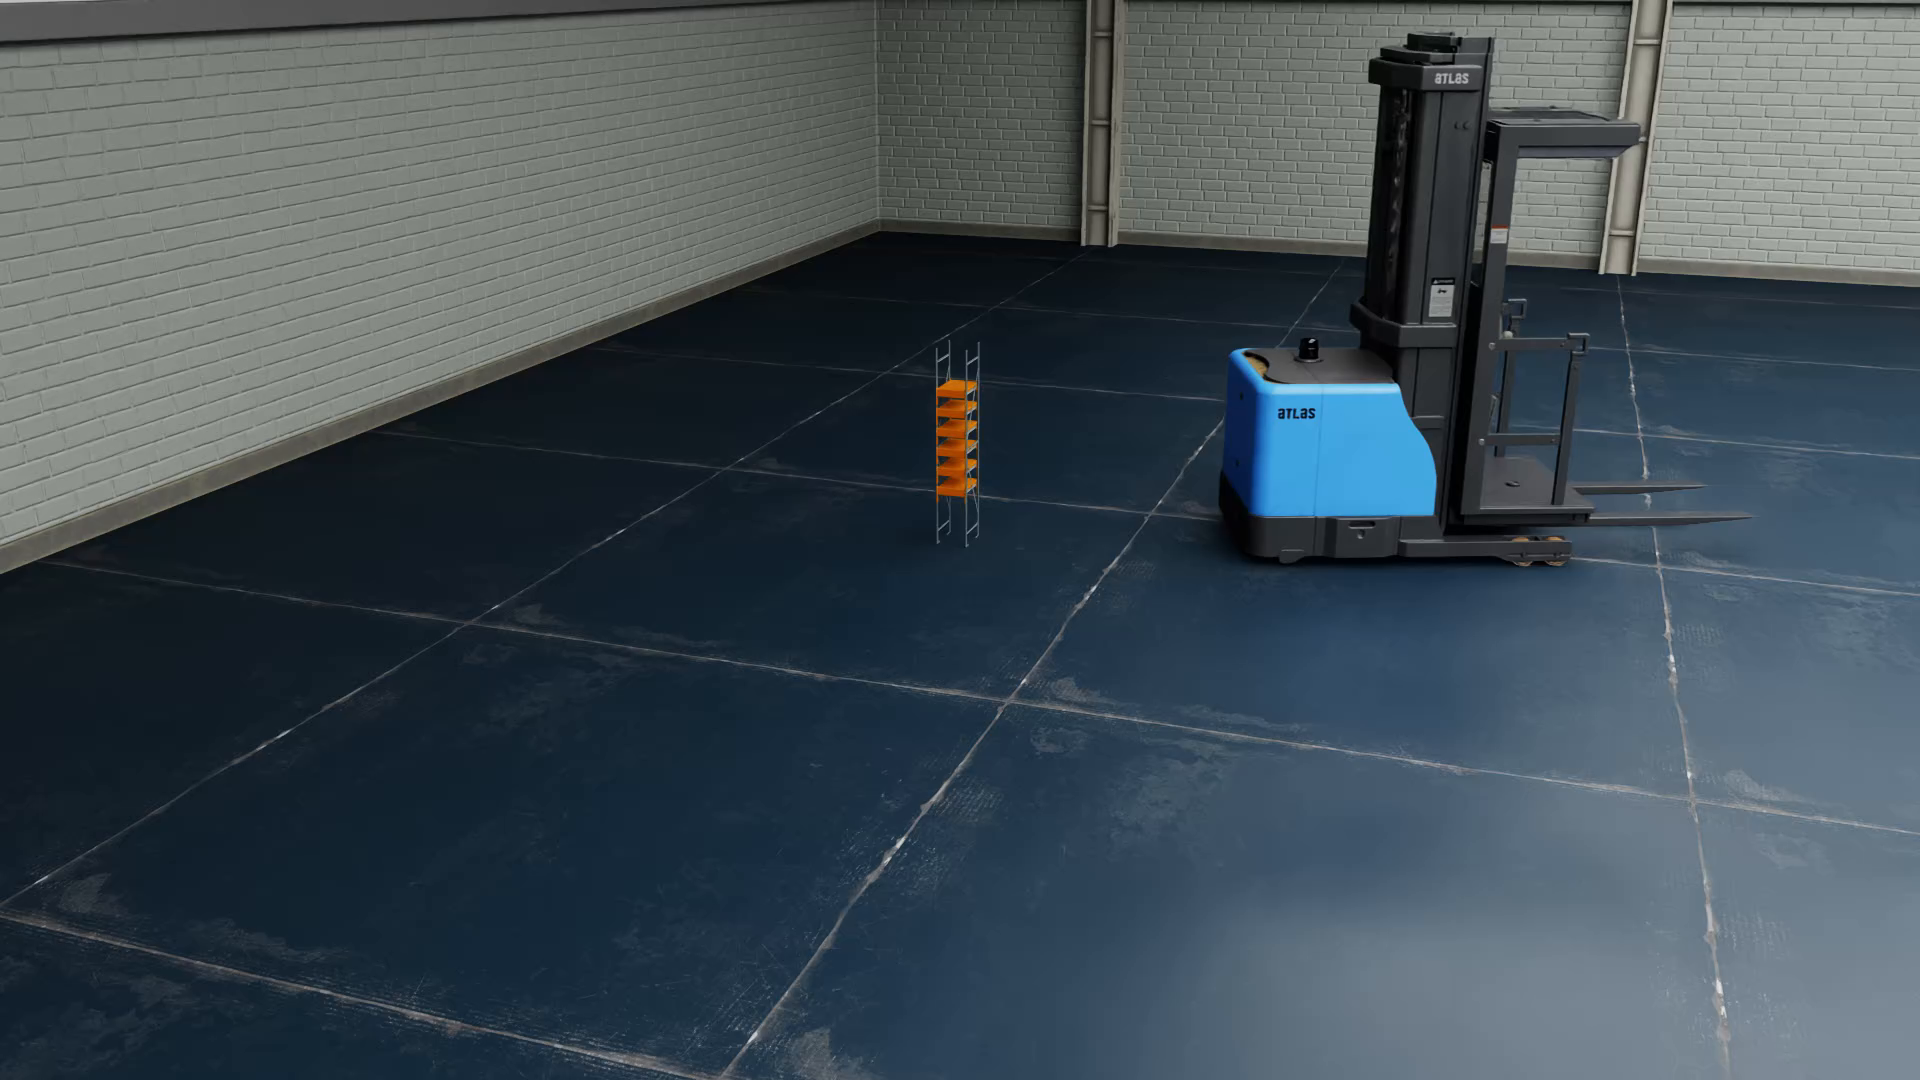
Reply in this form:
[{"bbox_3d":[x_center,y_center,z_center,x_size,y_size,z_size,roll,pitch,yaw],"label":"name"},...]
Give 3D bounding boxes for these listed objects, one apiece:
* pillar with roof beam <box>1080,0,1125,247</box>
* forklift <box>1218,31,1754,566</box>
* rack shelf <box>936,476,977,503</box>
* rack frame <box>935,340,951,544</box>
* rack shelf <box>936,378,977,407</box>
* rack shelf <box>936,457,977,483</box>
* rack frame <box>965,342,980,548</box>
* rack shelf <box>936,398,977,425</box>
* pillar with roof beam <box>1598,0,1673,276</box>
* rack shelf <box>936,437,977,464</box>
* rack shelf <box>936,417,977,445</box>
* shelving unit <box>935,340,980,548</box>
[{"bbox_3d":[0.309,-6.567,15.245,0.400,9.000,9.100,7,20,18],"label":"pillar with roof beam"},{"bbox_3d":[3.155,-1.406,9.656,3.031,2.935,1.130,-1,19,-2],"label":"forklift"},{"bbox_3d":[-0.014,-0.300,9.977,0.180,0.103,0.258,7,20,18],"label":"rack shelf"},{"bbox_3d":[-0.100,-0.578,9.912,0.006,1.200,0.240,7,20,18],"label":"rack frame"},{"bbox_3d":[-0.014,-0.866,9.779,0.180,0.103,0.258,7,20,18],"label":"rack shelf"},{"bbox_3d":[-0.014,-0.413,9.937,0.180,0.103,0.258,7,20,18],"label":"rack shelf"},{"bbox_3d":[0.073,-0.558,9.855,0.006,1.200,0.240,7,20,18],"label":"rack frame"},{"bbox_3d":[-0.014,-0.753,9.819,0.180,0.103,0.258,7,20,18],"label":"rack shelf"},{"bbox_3d":[5.977,-5.919,13.386,0.400,9.000,9.100,7,20,18],"label":"pillar with roof beam"},{"bbox_3d":[-0.014,-0.526,9.898,0.180,0.103,0.258,7,20,18],"label":"rack shelf"},{"bbox_3d":[-0.014,-0.639,9.858,0.180,0.103,0.258,7,20,18],"label":"rack shelf"},{"bbox_3d":[-0.014,-0.568,9.883,0.189,1.200,0.258,7,20,18],"label":"shelving unit"}]
